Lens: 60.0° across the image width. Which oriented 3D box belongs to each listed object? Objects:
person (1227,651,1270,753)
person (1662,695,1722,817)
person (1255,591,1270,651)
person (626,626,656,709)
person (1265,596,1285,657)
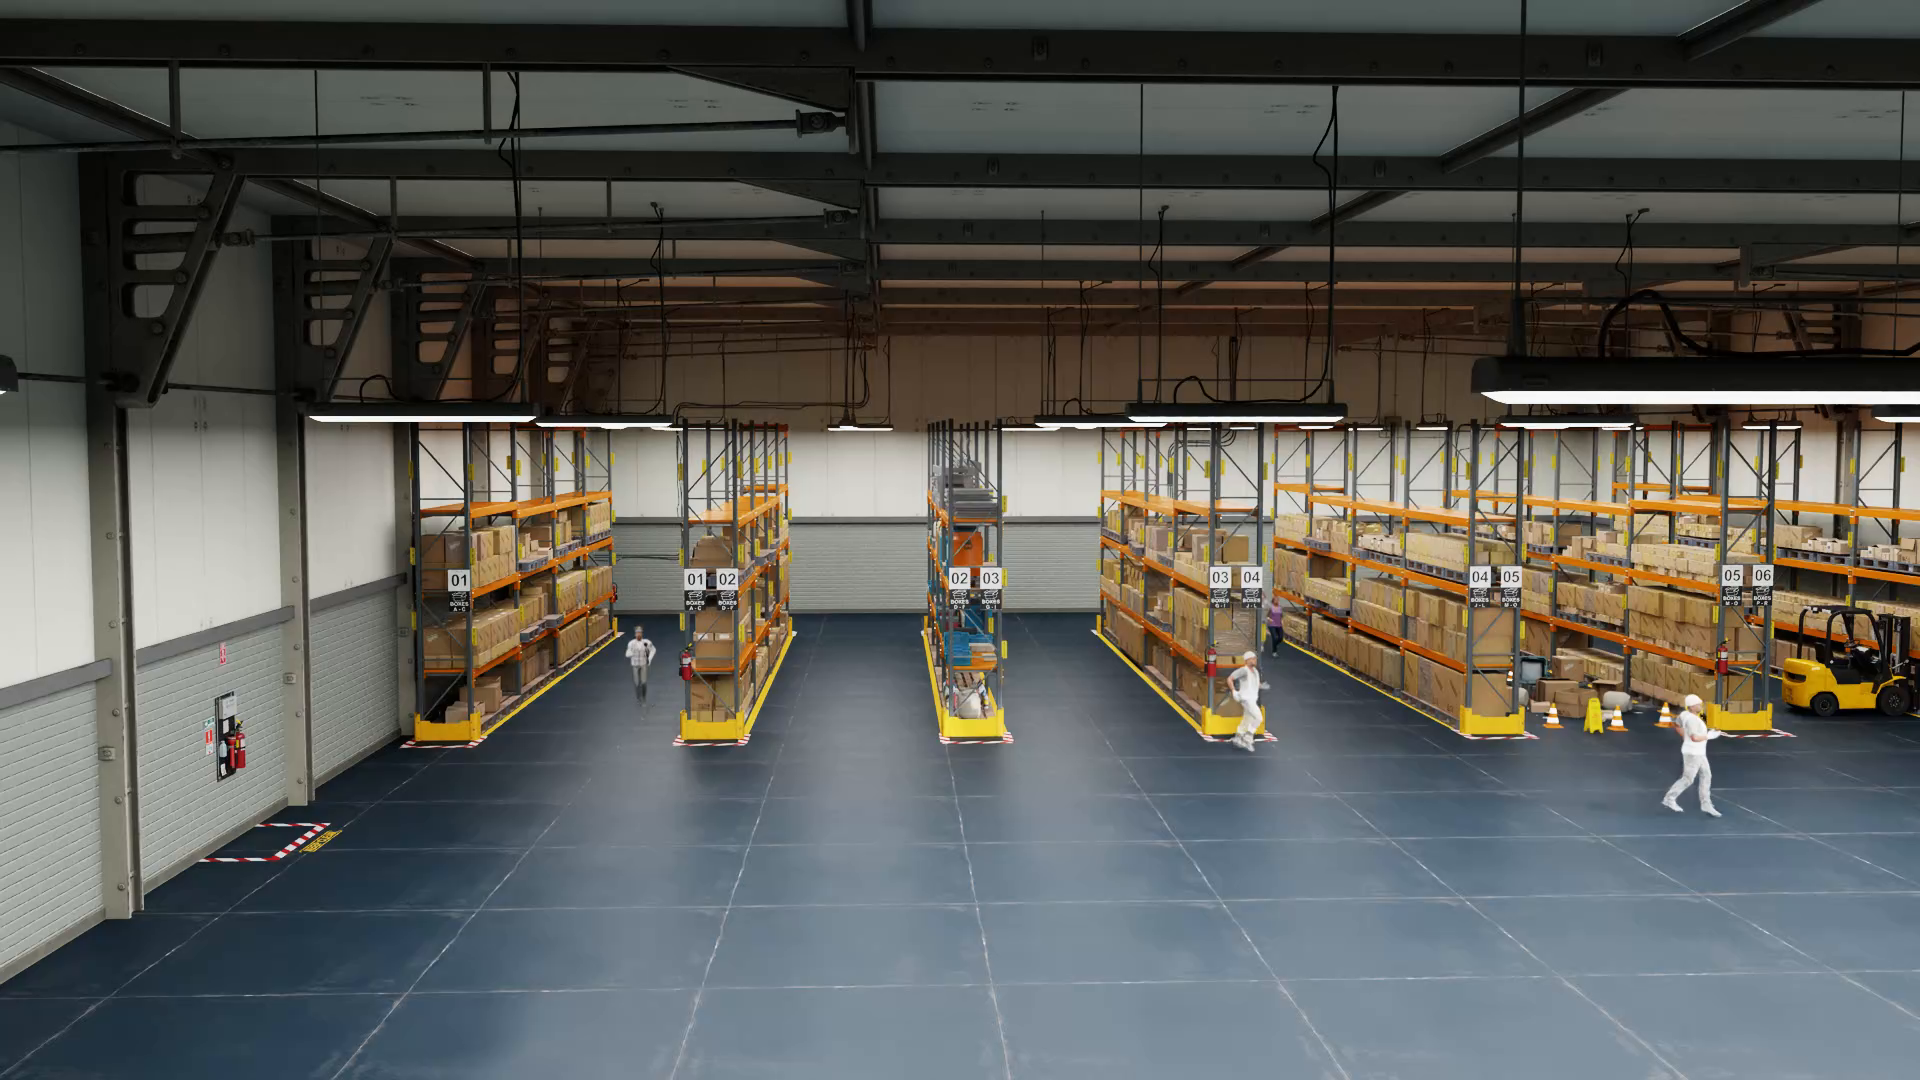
[{"bbox_3d":[5.241,2.913,29.995,0.694,1.804,0.669,3,4,35],"label":"person"},{"bbox_3d":[10.970,3.220,24.840,0.797,1.823,0.664,2,4,26],"label":"person"},{"bbox_3d":[7.989,2.139,43.987,0.537,1.578,0.598,0,4,-2],"label":"person"},{"bbox_3d":[-6.672,2.658,34.695,0.592,1.734,0.684,0,4,-4],"label":"person"},{"bbox_3d":[8.097,2.214,42.697,0.532,1.550,0.560,0,4,-6],"label":"person"}]
